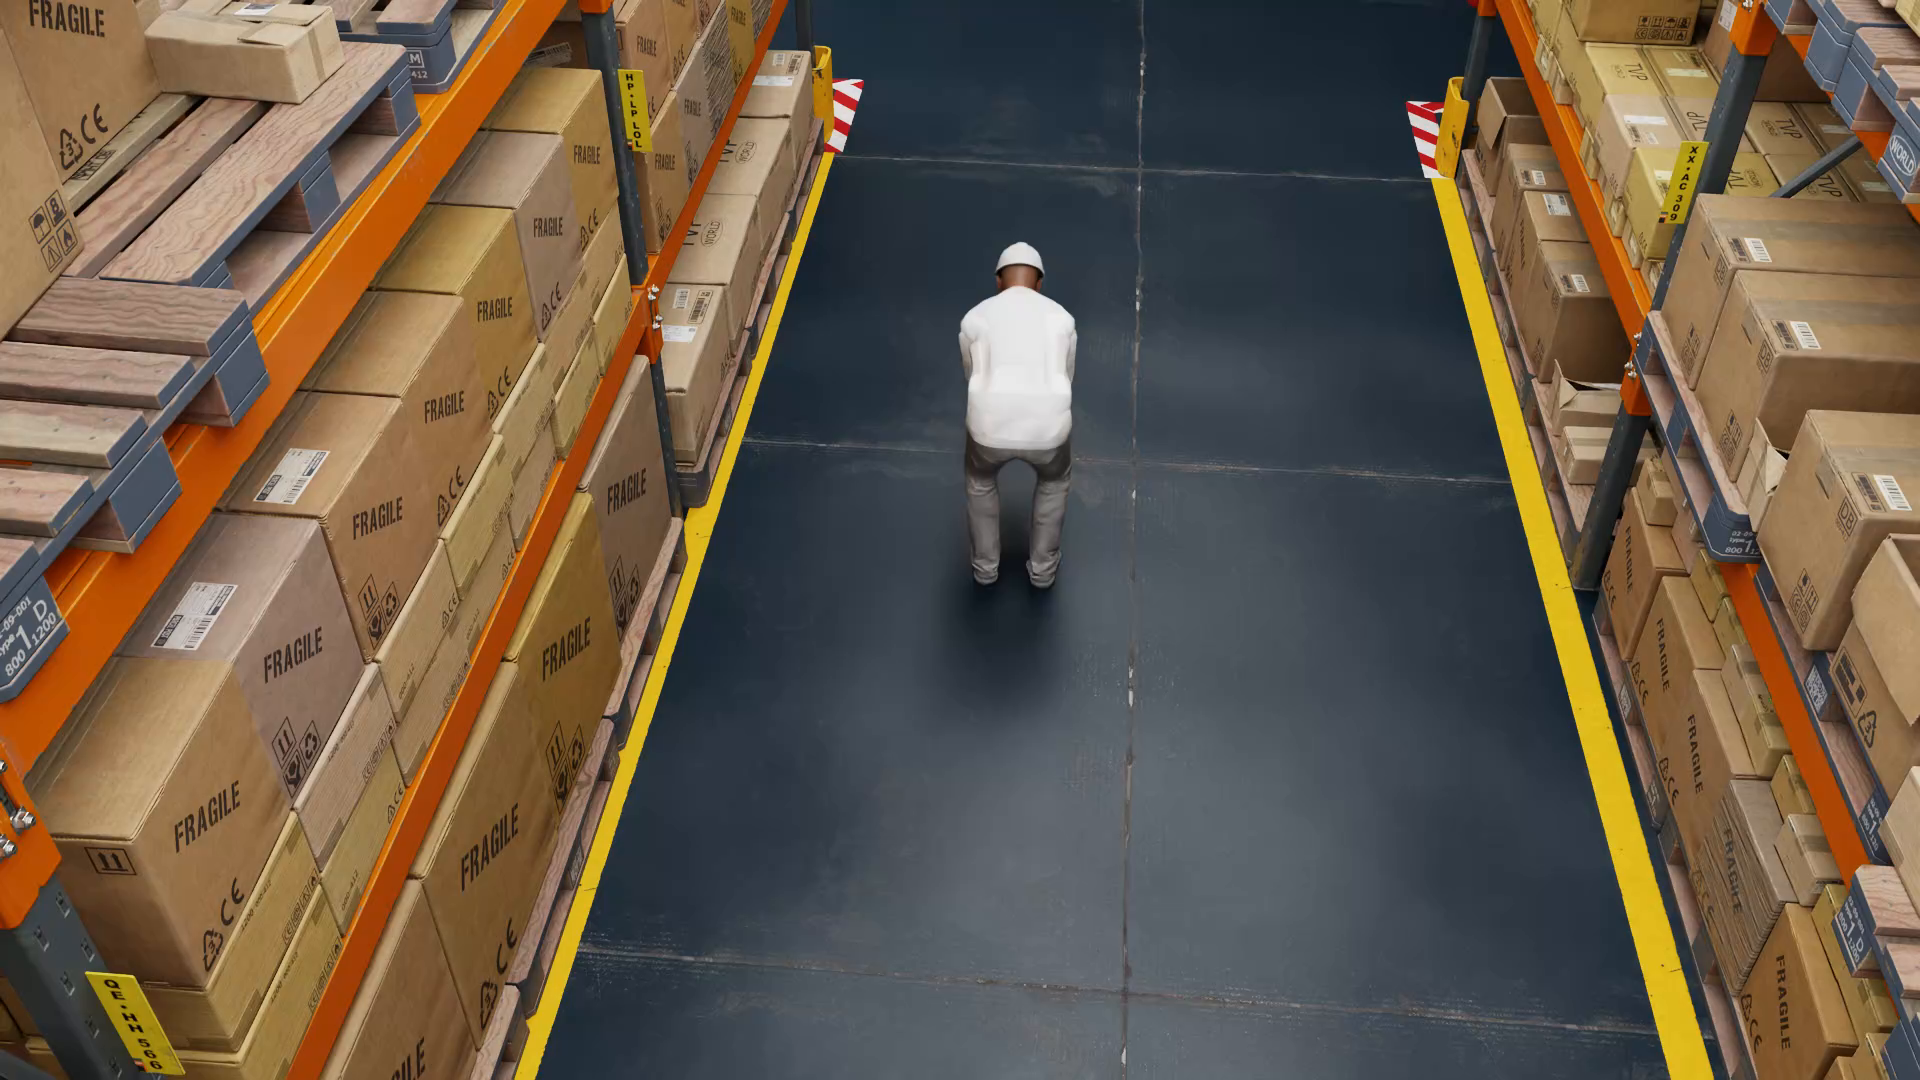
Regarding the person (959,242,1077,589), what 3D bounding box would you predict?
[{"bbox_3d":[0.238,-0.511,7.103,0.492,1.311,0.923,2,40,2],"label":"person"}]
